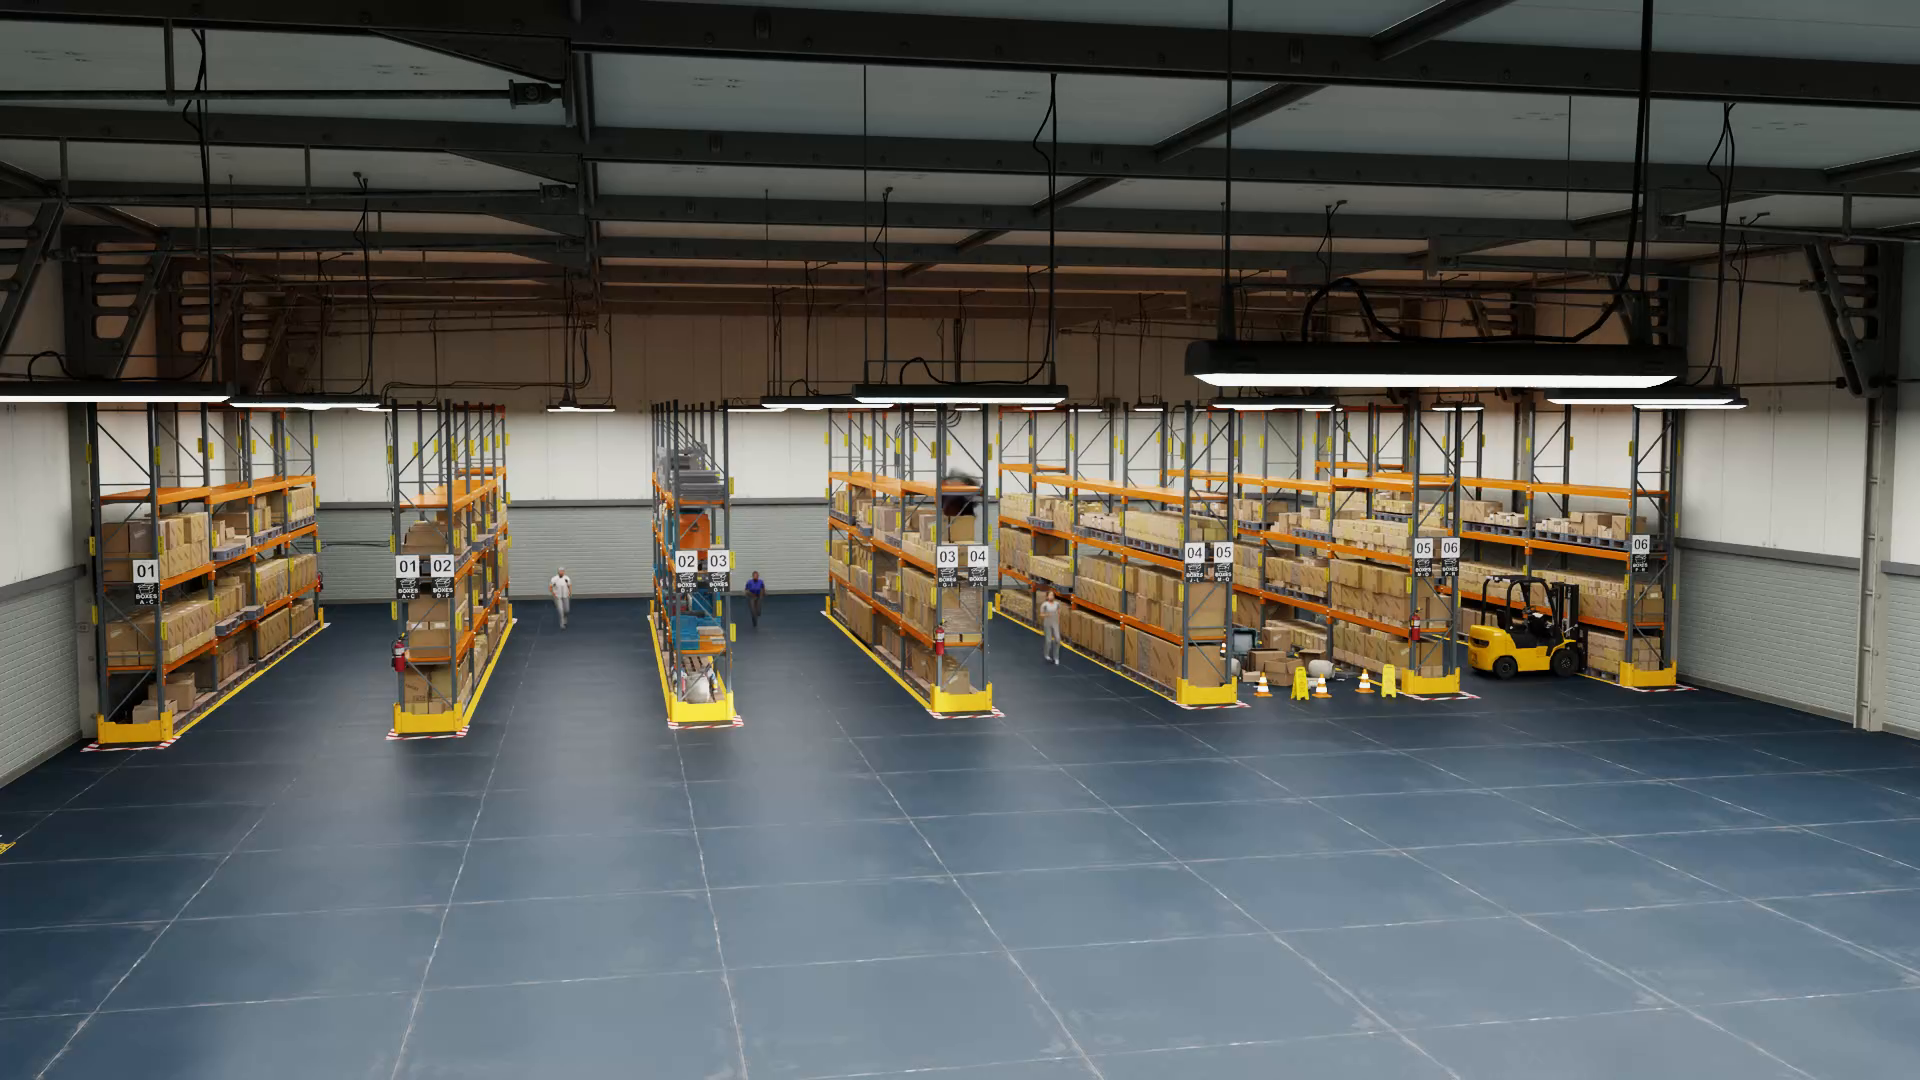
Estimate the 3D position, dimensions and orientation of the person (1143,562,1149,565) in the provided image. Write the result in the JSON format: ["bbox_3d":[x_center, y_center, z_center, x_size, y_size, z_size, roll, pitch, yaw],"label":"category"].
[{"bbox_3d":[4.982,1.497,44.597,0.674,1.805,1.202,-1,5,-19],"label":"person"}]

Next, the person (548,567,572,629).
[{"bbox_3d":[-10.756,1.545,44.769,0.623,1.645,0.598,-2,5,-26],"label":"person"}]

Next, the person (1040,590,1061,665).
[{"bbox_3d":[2.091,2.011,38.280,0.546,1.725,0.759,-1,4,-11],"label":"person"}]

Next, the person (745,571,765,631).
[{"bbox_3d":[-5.441,1.618,44.216,0.546,1.572,0.703,-1,4,-13],"label":"person"}]

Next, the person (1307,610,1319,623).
[{"bbox_3d":[9.524,1.601,44.549,0.540,1.562,0.552,-1,5,-18],"label":"person"}]
